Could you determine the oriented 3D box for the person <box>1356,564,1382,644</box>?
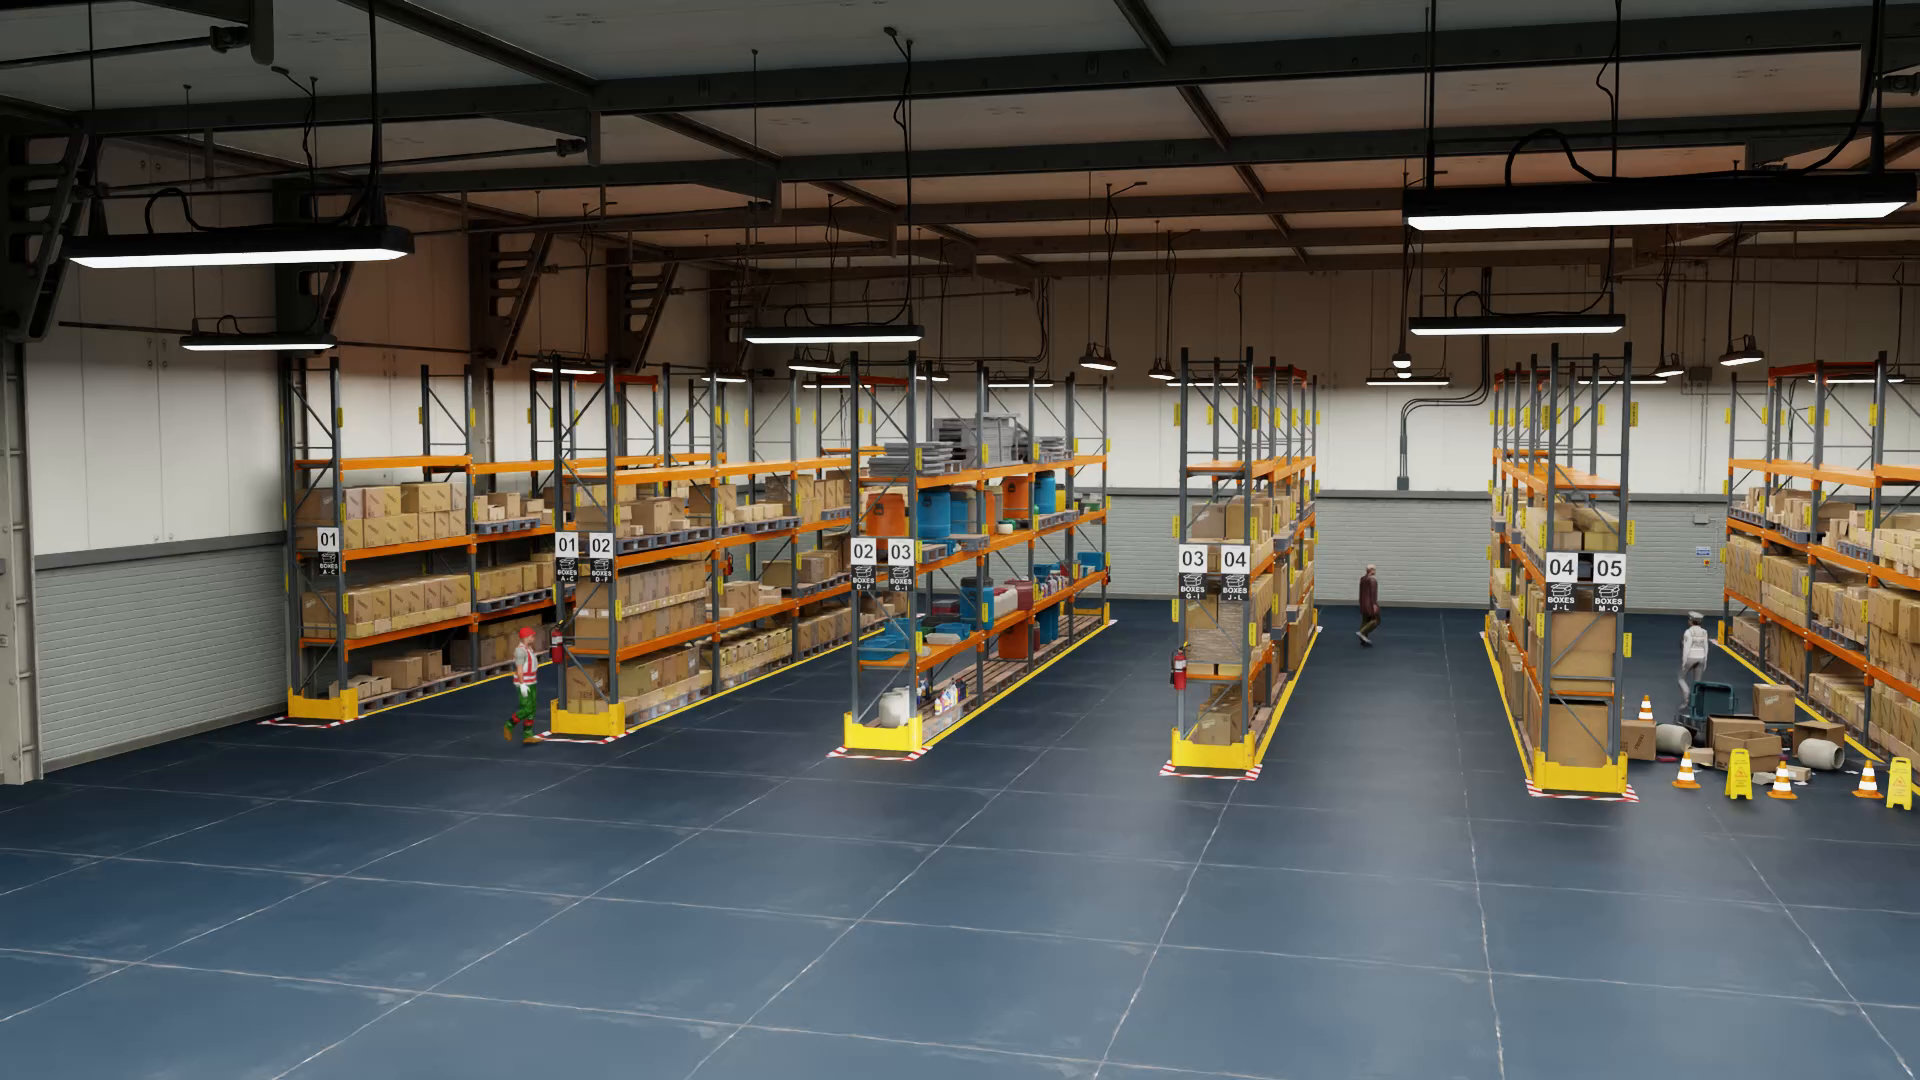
[{"bbox_3d":[8.950,1.421,36.604,0.591,1.775,0.631,-1,4,-15],"label":"person"}]

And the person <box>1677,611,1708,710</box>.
[{"bbox_3d":[12.561,2.078,28.473,0.505,1.698,0.373,-1,4,-9],"label":"person"}]

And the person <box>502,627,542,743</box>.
[{"bbox_3d":[-6.716,2.223,25.470,0.568,1.790,0.561,1,4,10],"label":"person"}]
